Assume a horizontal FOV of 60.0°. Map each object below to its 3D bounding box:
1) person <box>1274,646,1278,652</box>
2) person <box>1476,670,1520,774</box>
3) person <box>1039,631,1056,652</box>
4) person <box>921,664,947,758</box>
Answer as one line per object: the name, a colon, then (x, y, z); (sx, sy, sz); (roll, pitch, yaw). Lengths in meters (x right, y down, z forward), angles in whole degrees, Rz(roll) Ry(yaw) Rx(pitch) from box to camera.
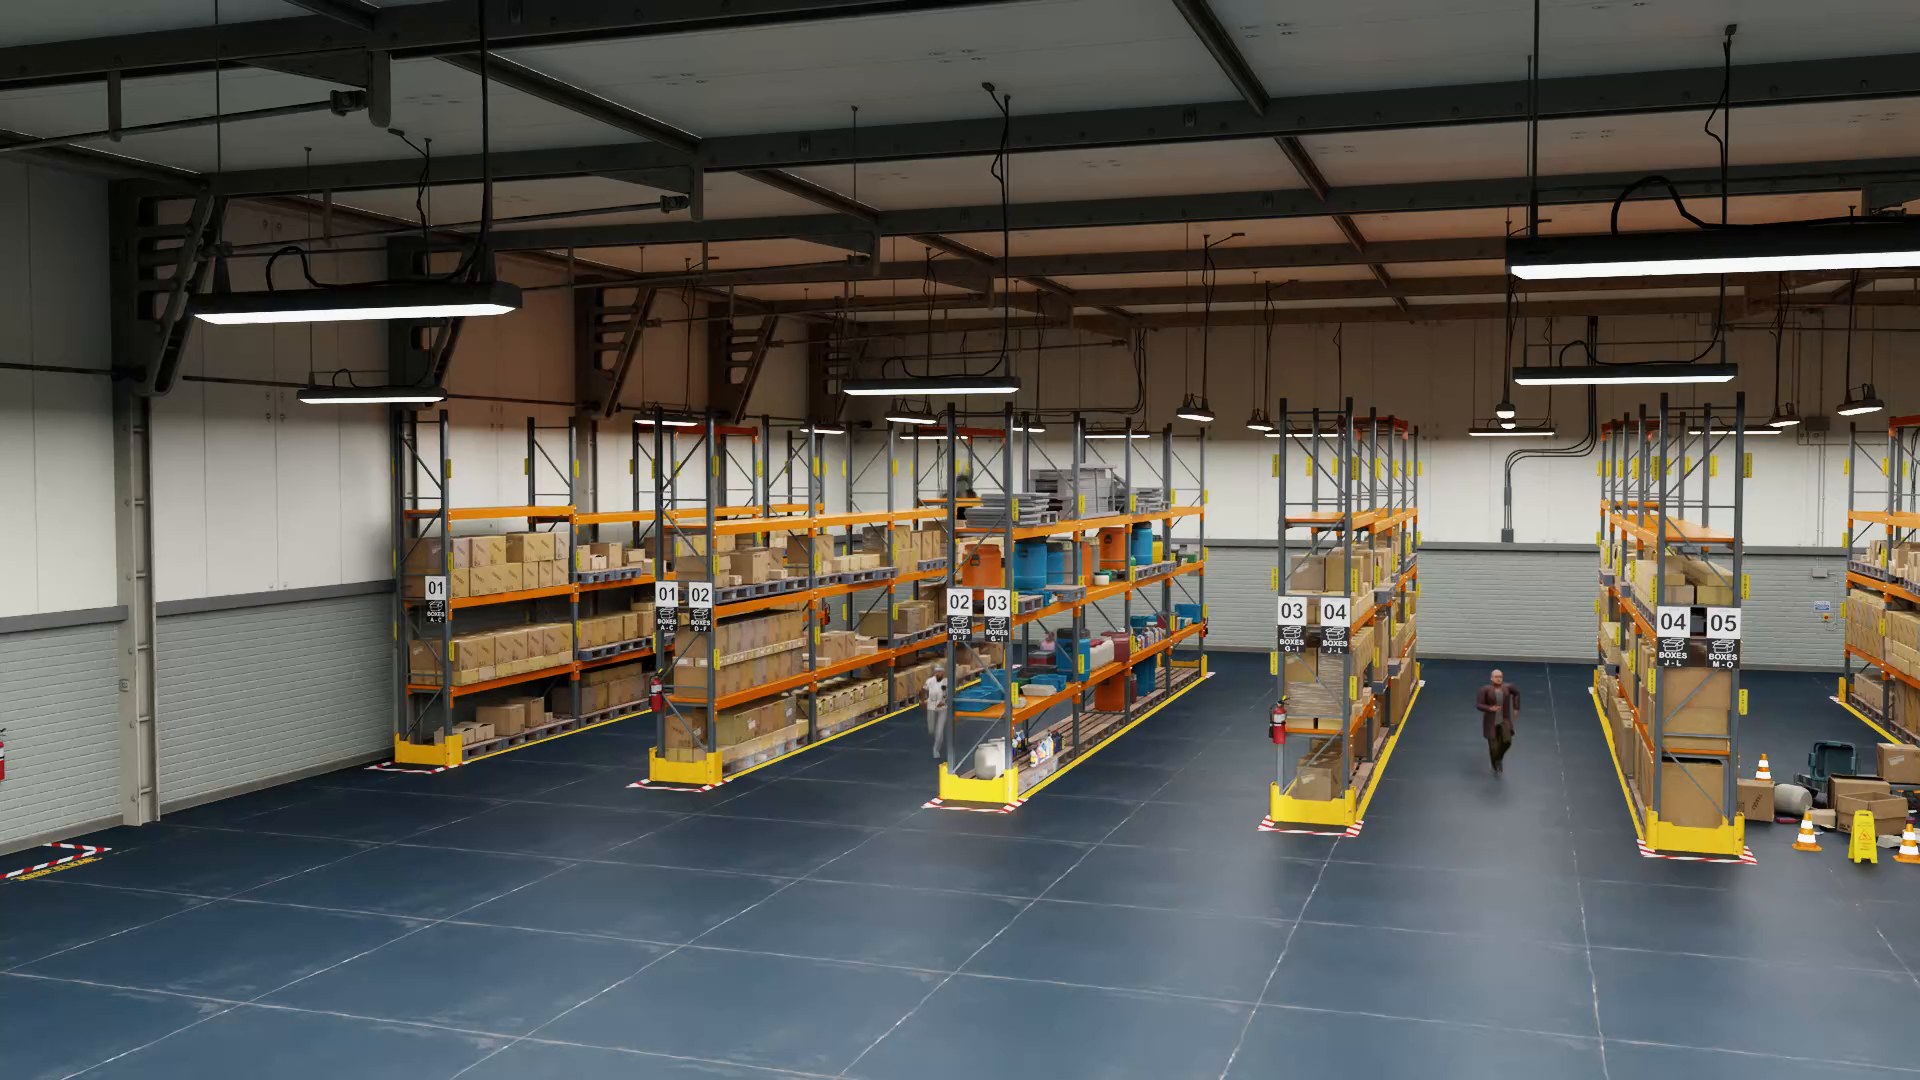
person: (6.782, 2.711, 34.385); (0.600, 1.663, 0.657); (1, 3, 18)
person: (8.740, 2.968, 26.981); (0.736, 1.729, 0.796); (0, 2, 5)
person: (1.896, 2.706, 35.469); (0.535, 1.547, 0.567); (1, 3, 20)
person: (-0.403, 2.959, 28.881); (0.615, 1.649, 0.644); (0, 2, 10)
